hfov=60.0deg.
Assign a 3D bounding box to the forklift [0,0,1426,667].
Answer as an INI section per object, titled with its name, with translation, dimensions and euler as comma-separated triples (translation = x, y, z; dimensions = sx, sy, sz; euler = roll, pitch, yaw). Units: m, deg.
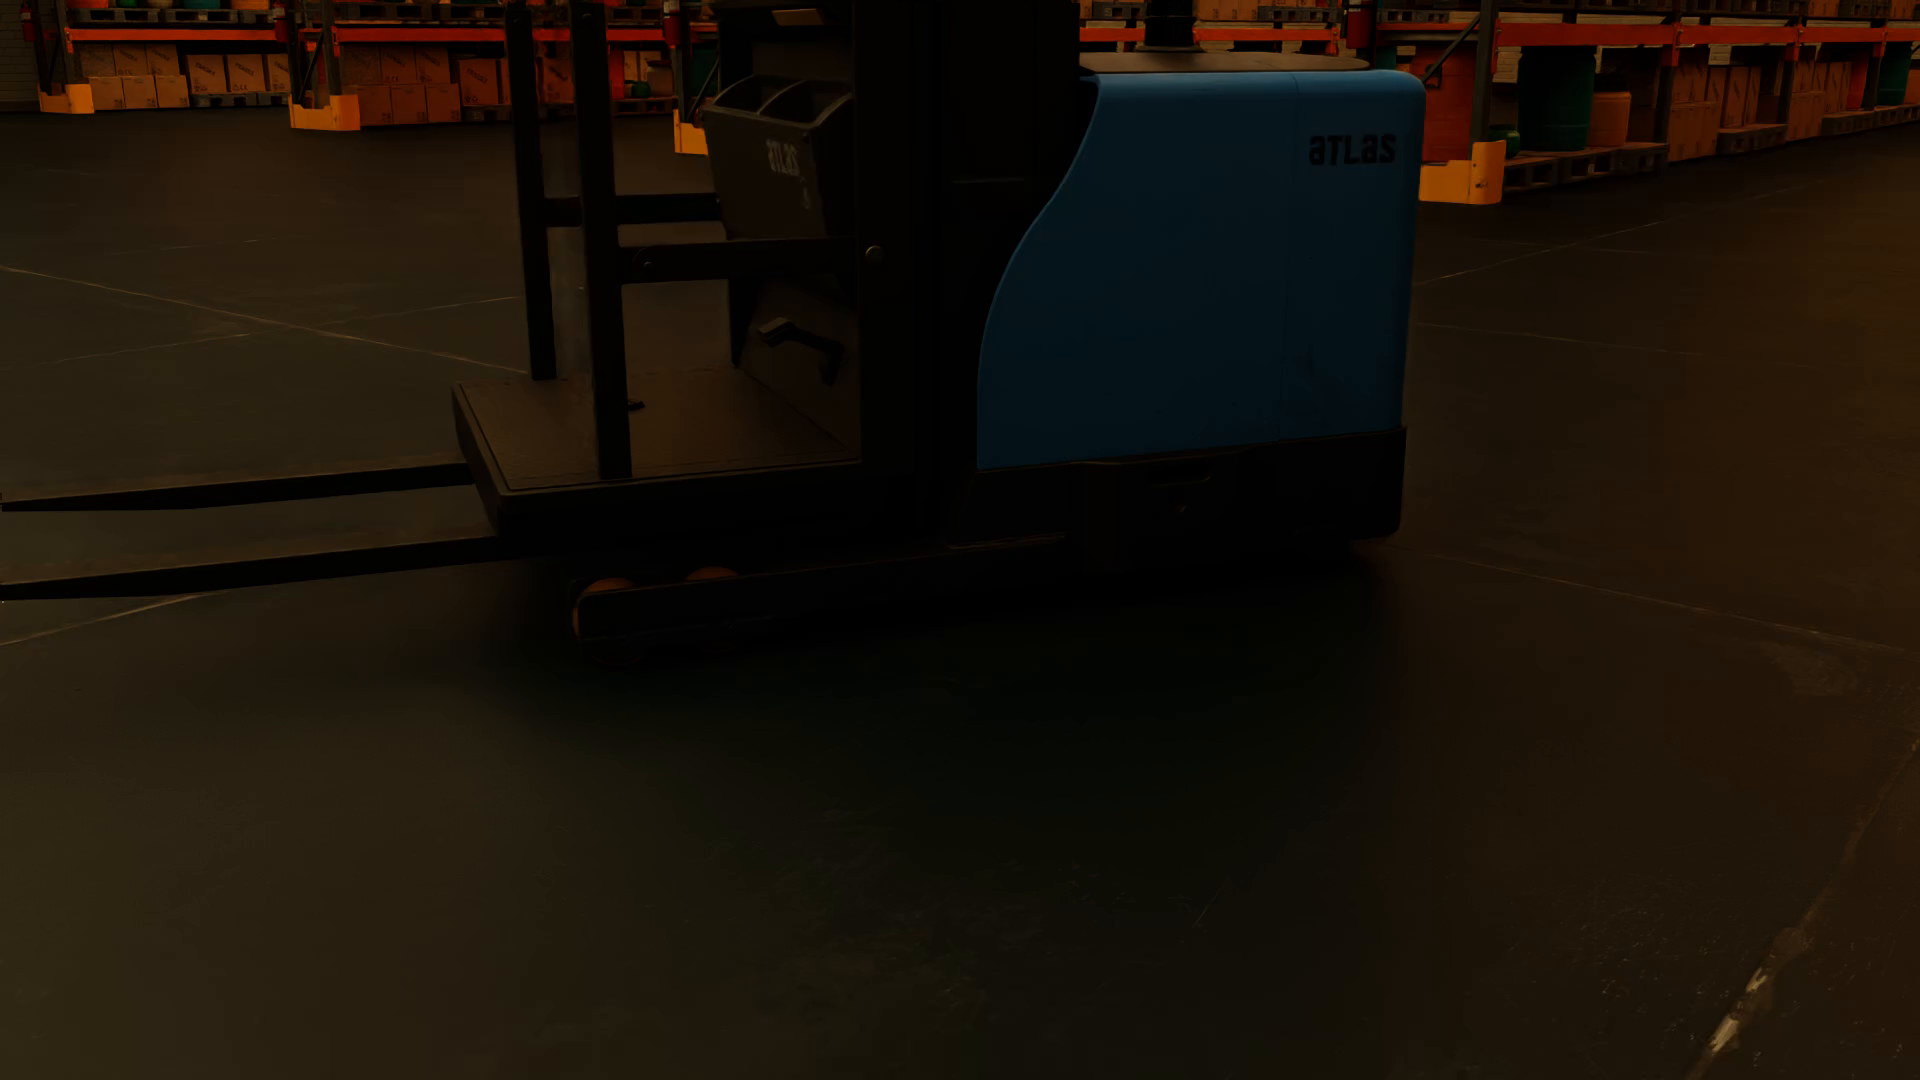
[forklift]
translation = -0.569, -1.336, 3.297
dimensions = 3.031, 2.935, 1.130
euler = -6, 18, -20
